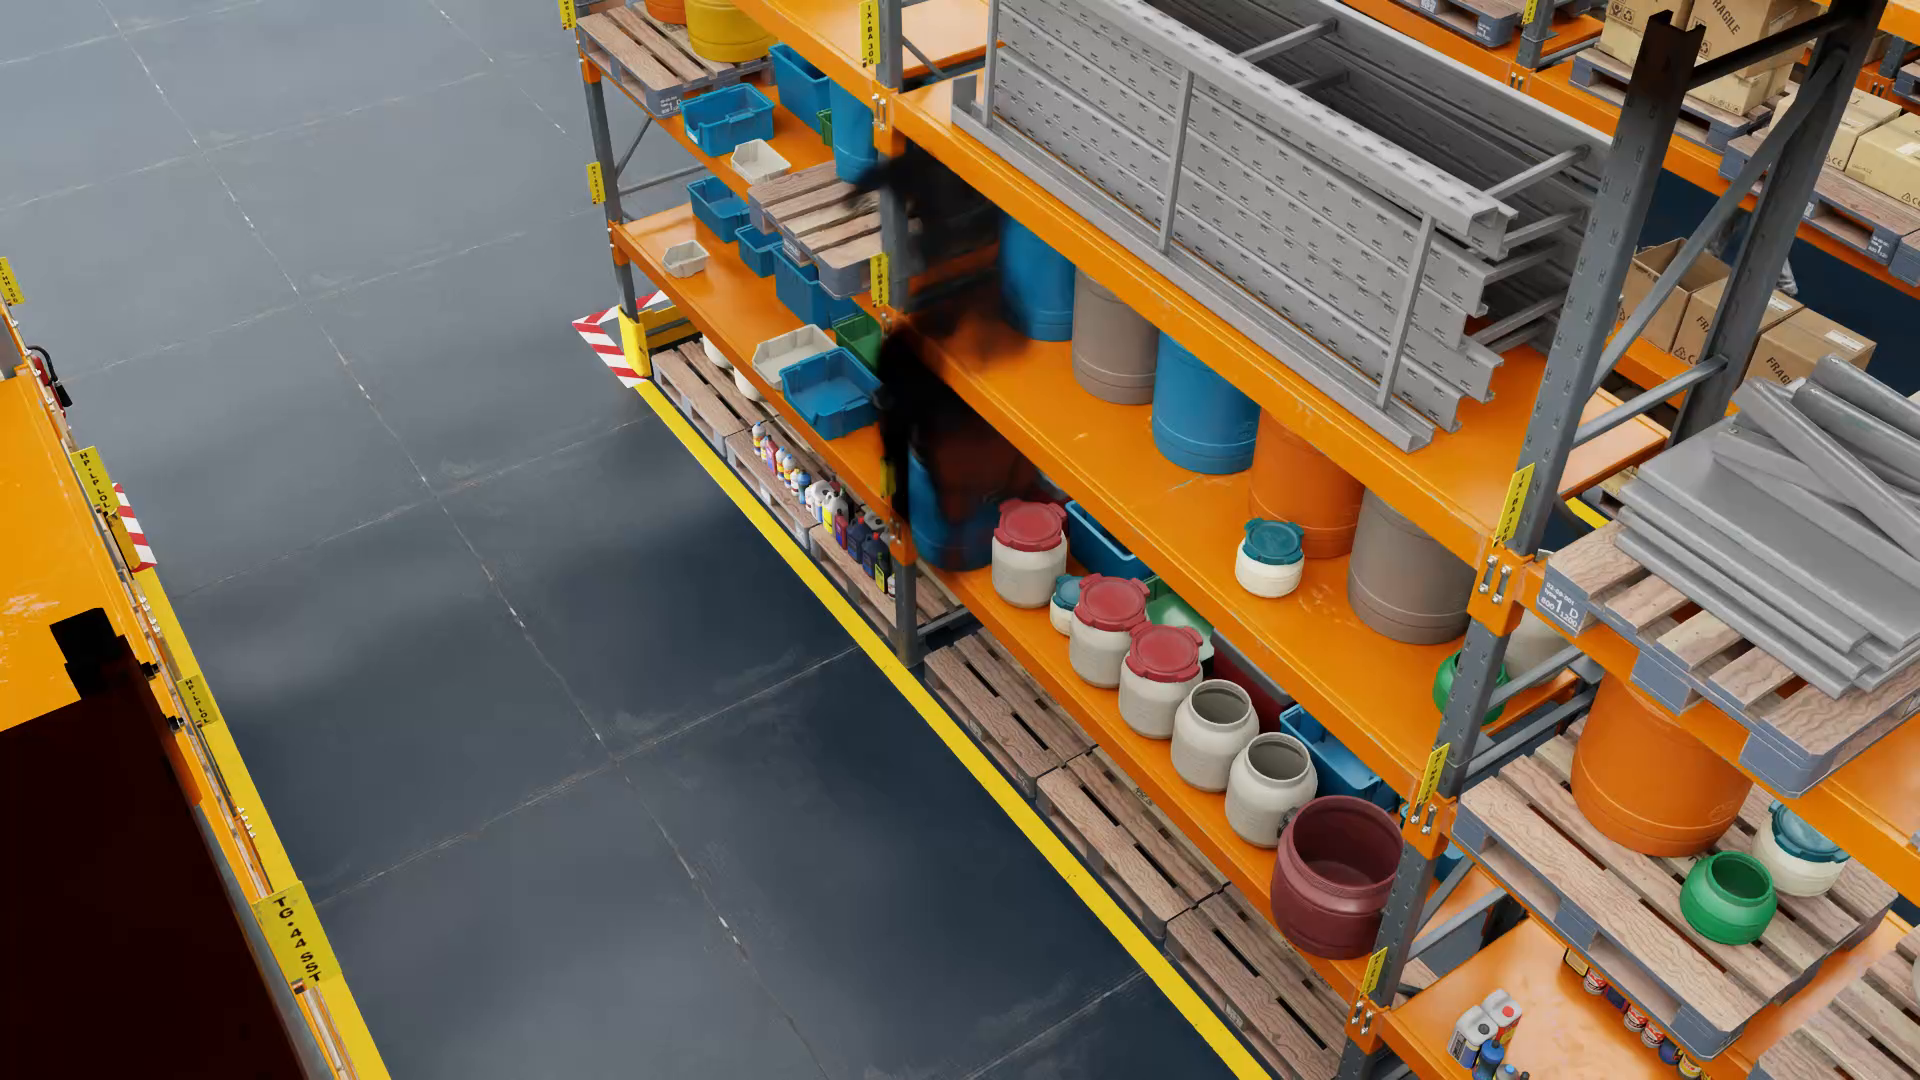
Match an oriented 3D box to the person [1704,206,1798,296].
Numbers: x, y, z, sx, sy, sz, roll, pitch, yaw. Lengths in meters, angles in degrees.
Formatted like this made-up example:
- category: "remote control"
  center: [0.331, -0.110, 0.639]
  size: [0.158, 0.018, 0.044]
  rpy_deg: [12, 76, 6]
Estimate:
- category: "person"
  center: [6.530, -2.765, 13.462]
  size: [0.967, 1.790, 0.685]
  rpy_deg: [26, 49, 25]
